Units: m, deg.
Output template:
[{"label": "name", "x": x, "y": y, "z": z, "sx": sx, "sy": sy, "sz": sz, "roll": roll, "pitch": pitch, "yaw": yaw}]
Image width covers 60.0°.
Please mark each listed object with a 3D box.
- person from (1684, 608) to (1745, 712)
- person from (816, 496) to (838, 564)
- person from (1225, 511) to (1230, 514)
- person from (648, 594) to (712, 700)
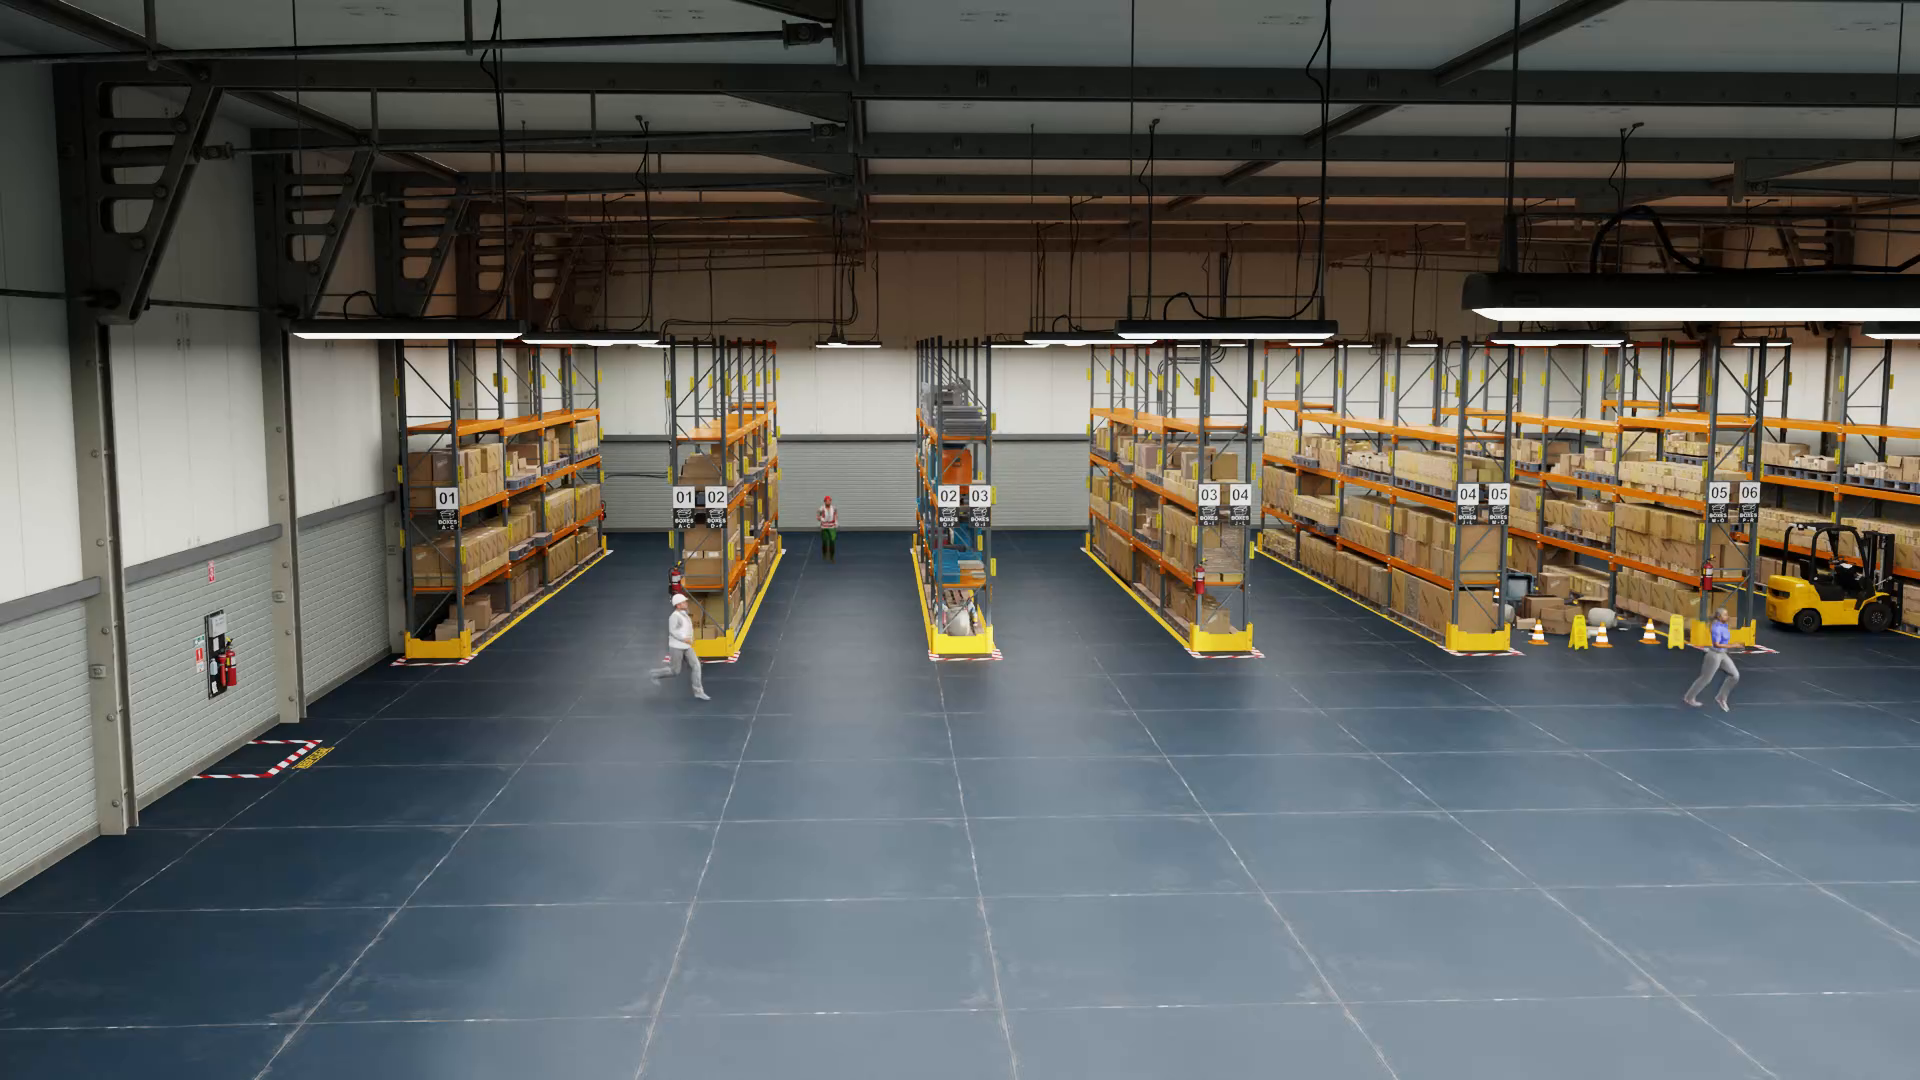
[{"label": "person", "x": 12.068, "y": 1.906, "z": 26.522, "sx": 0.585, "sy": 1.660, "sz": 0.866, "roll": -6, "pitch": 9, "yaw": -43}, {"label": "person", "x": -3.605, "y": -0.293, "z": 45.193, "sx": 0.605, "sy": 1.838, "sz": 0.873, "roll": -1, "pitch": 7, "yaw": -10}, {"label": "person", "x": 7.545, "y": -0.361, "z": 45.527, "sx": 0.667, "sy": 1.736, "sz": 0.805, "roll": 0, "pitch": 6, "yaw": 0}, {"label": "person", "x": -4.630, "y": 1.766, "z": 27.401, "sx": 1.082, "sy": 1.767, "sz": 0.633, "roll": 2, "pitch": 7, "yaw": 19}]
